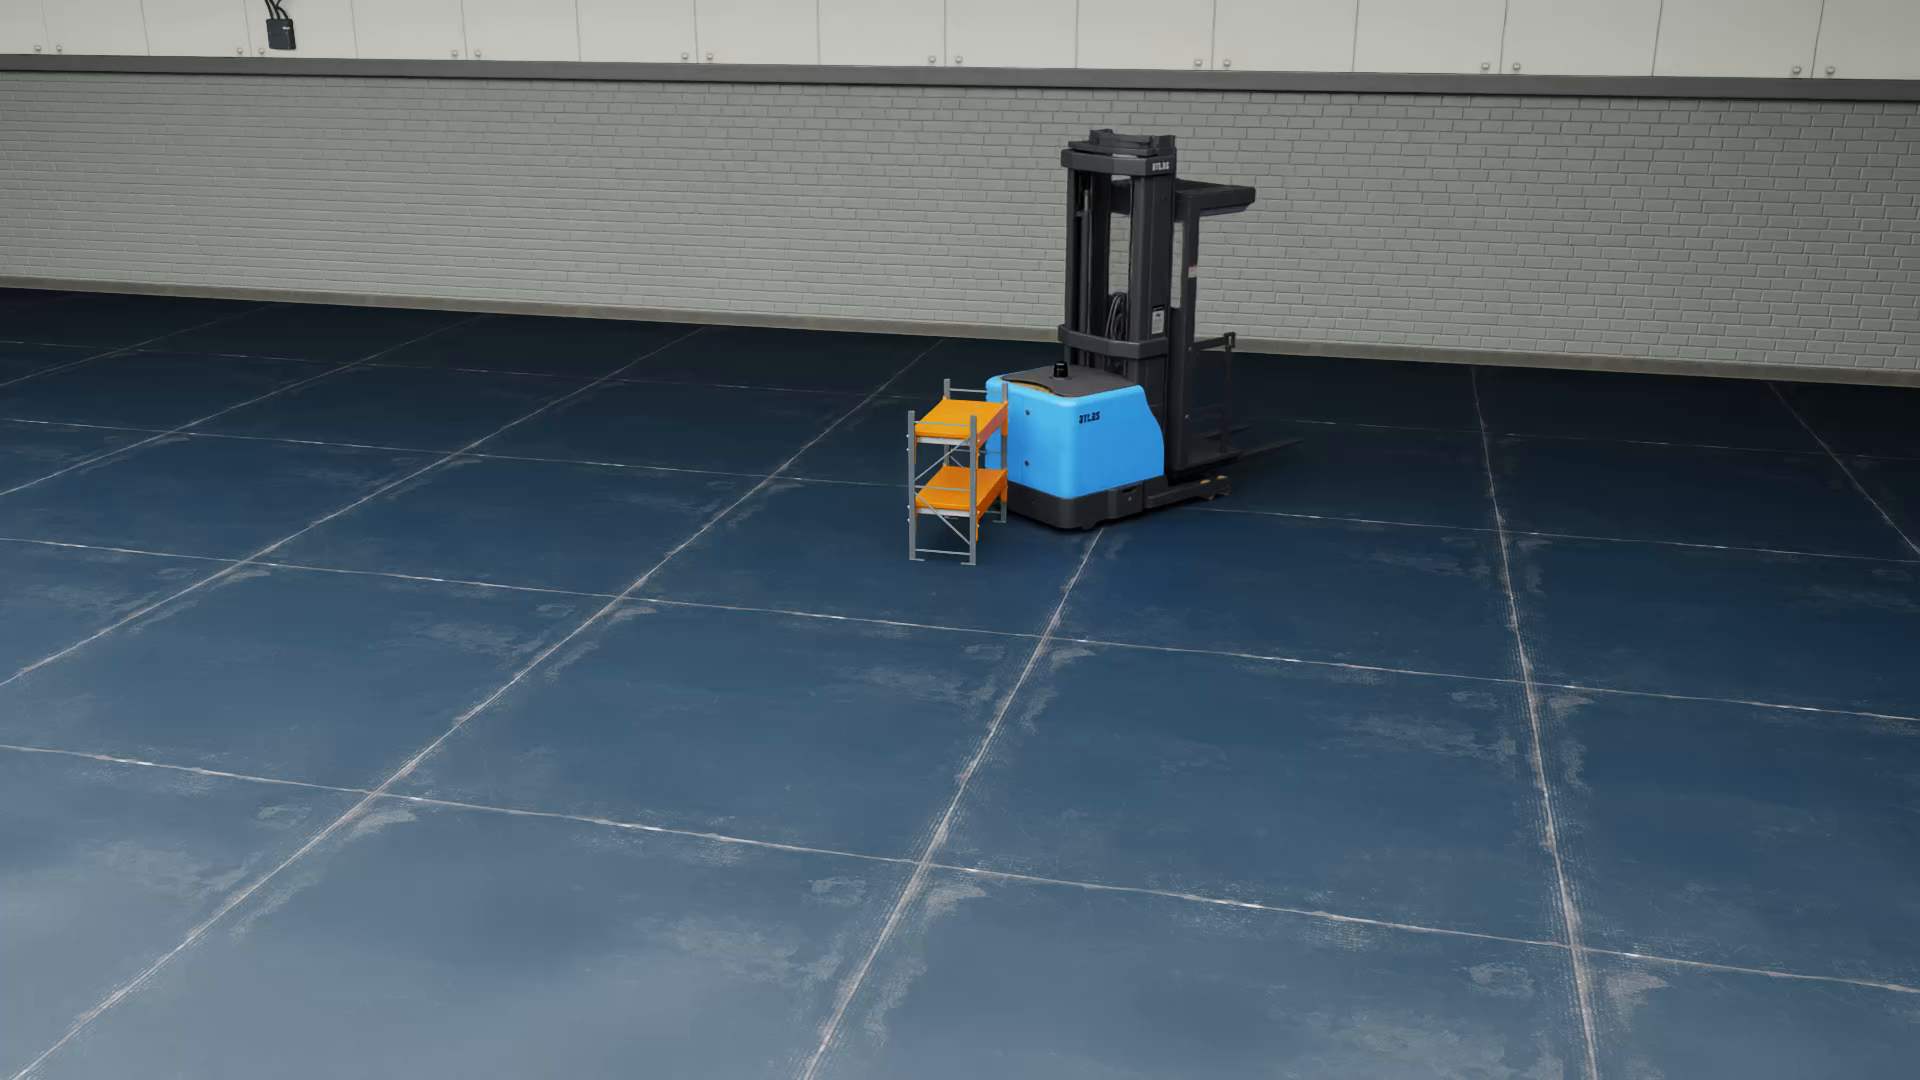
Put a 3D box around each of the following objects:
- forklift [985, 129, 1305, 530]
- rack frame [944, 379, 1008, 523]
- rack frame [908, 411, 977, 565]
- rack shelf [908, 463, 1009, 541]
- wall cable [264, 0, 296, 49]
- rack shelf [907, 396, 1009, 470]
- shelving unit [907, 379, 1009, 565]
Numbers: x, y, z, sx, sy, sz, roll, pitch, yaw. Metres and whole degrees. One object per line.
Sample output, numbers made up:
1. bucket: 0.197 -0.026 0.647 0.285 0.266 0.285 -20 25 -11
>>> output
1. forklift: 1.647 -1.832 13.518 3.031 2.935 1.130 -15 24 -37
2. rack frame: 0.123 -0.690 12.966 0.500 1.125 0.032 5 19 13
3. rack frame: -0.126 -0.371 12.033 0.500 1.125 0.032 5 19 13
4. rack shelf: -0.002 -0.299 12.579 0.538 0.278 1.000 5 19 13
5. wall cable: -7.453 -8.863 19.453 2.305 6.003 0.169 5 19 13
6. rack shelf: -0.002 -0.807 12.405 0.538 0.278 1.000 5 19 13
7. shelving unit: -0.002 -0.530 12.500 0.538 1.125 1.048 5 19 13
